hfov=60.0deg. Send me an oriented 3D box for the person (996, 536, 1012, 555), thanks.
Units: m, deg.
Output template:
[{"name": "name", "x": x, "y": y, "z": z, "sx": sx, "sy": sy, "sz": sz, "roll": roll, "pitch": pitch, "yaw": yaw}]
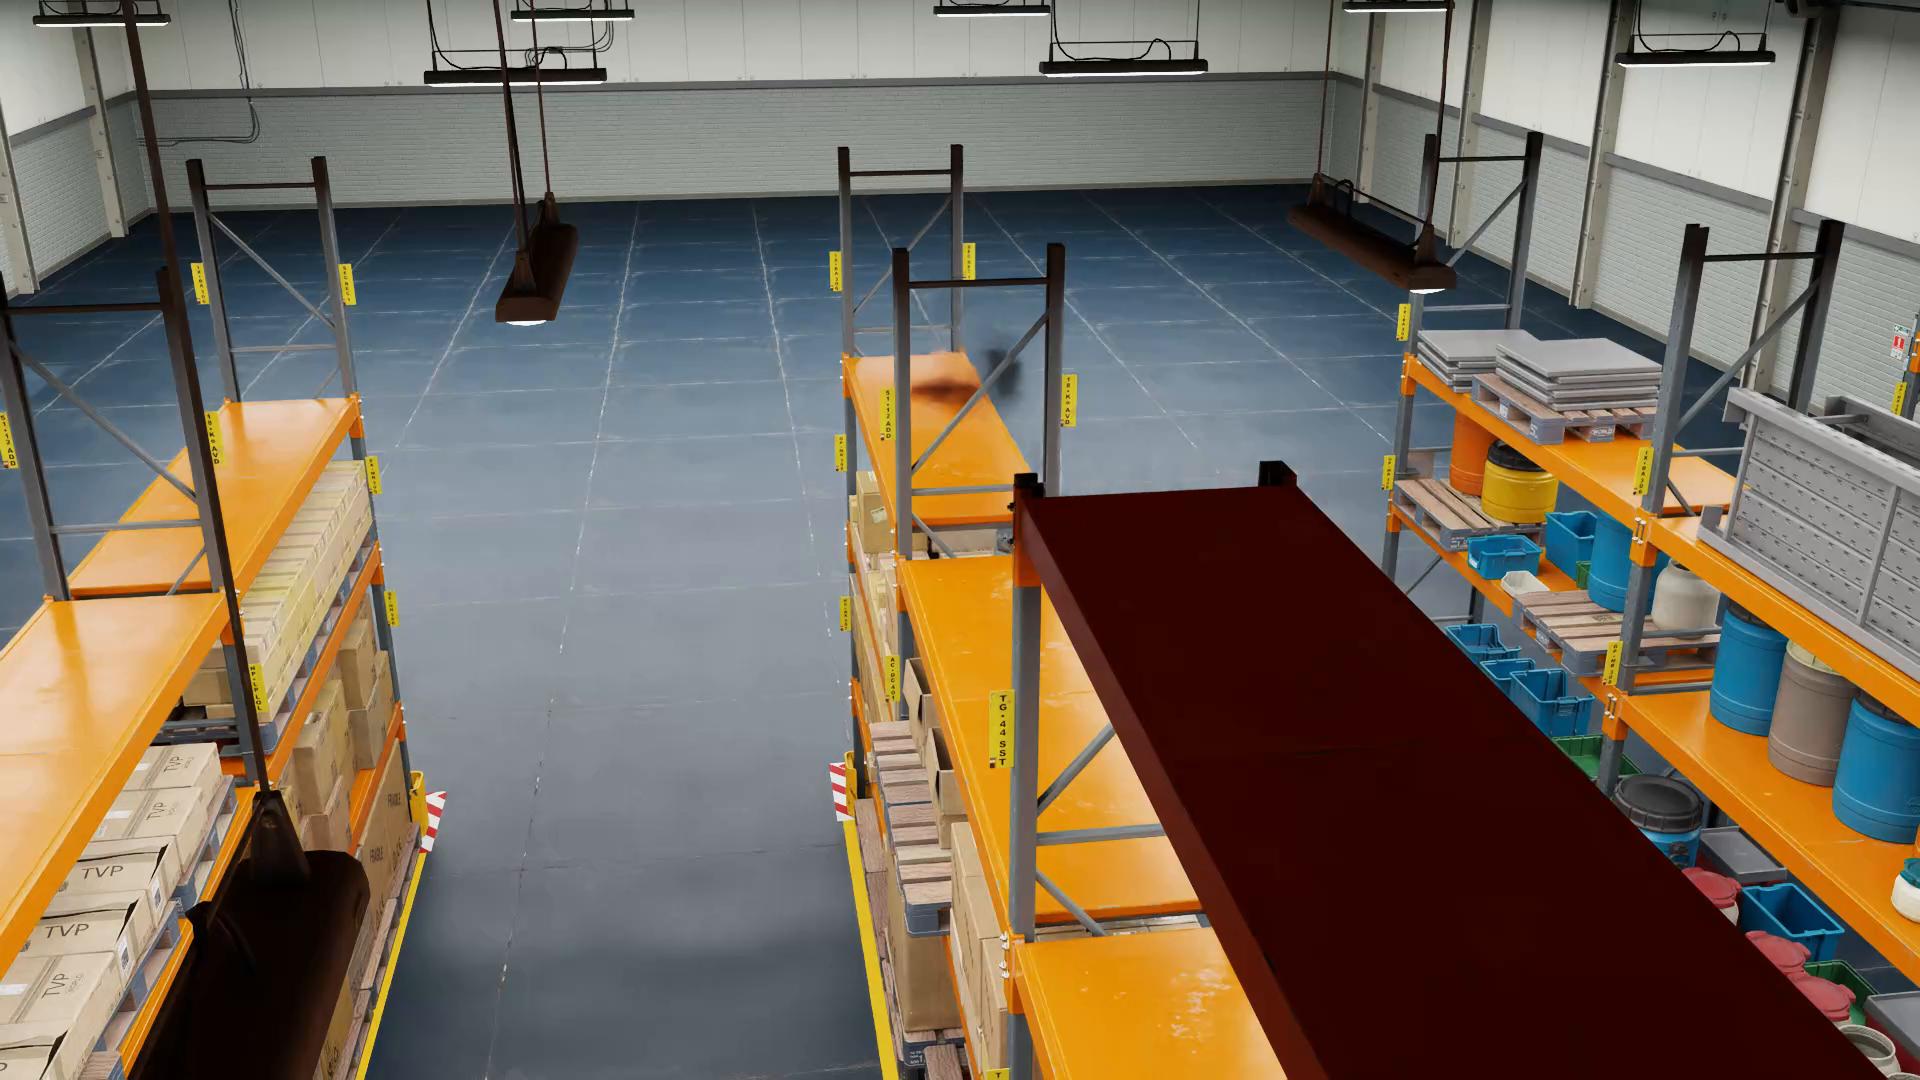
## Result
[{"name": "person", "x": 0.343, "y": -0.372, "z": 20.191, "sx": 0.820, "sy": 1.744, "sz": 0.670, "roll": 4, "pitch": 22, "yaw": 11}]
